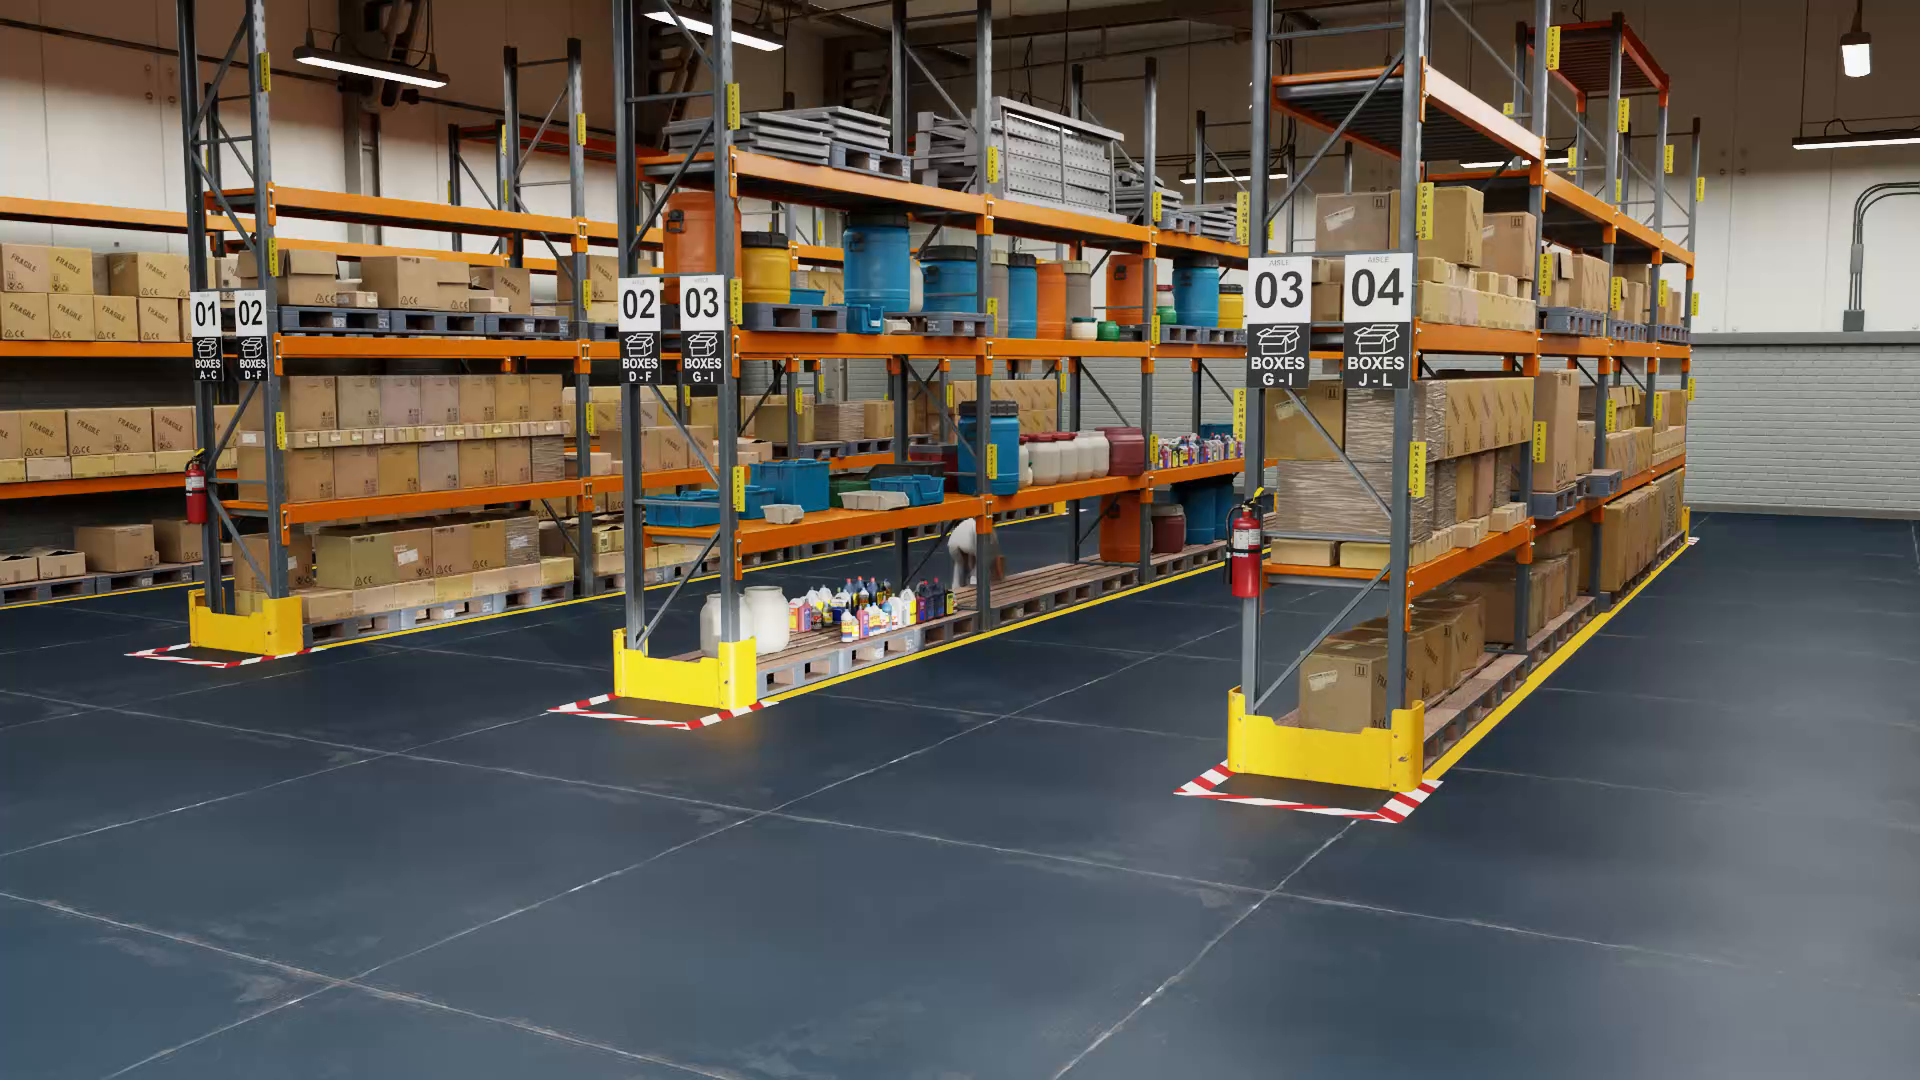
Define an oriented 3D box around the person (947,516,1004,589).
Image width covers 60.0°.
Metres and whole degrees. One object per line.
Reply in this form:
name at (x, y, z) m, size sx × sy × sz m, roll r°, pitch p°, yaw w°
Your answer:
person at (0.165, 0.189, 17.995) m, size 0.484 × 0.953 × 0.856 m, roll 3°, pitch 7°, yaw 26°
